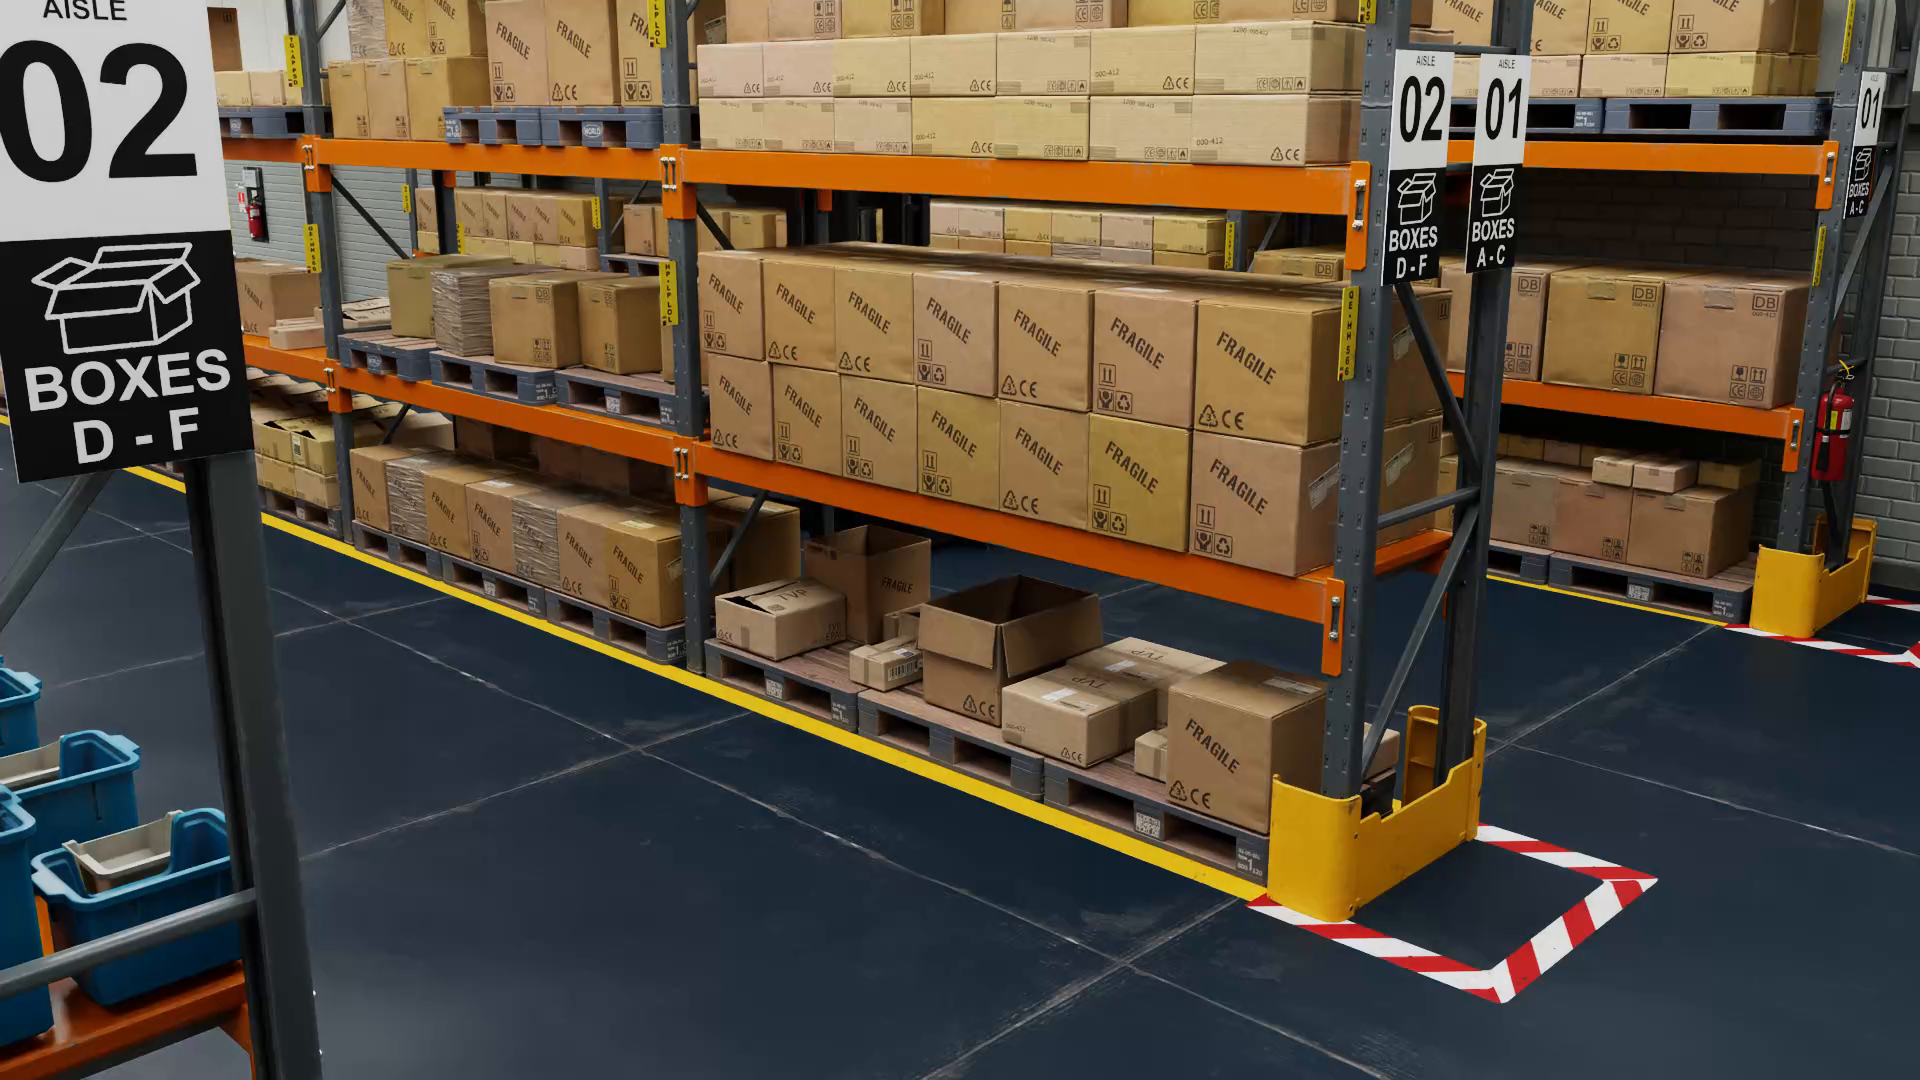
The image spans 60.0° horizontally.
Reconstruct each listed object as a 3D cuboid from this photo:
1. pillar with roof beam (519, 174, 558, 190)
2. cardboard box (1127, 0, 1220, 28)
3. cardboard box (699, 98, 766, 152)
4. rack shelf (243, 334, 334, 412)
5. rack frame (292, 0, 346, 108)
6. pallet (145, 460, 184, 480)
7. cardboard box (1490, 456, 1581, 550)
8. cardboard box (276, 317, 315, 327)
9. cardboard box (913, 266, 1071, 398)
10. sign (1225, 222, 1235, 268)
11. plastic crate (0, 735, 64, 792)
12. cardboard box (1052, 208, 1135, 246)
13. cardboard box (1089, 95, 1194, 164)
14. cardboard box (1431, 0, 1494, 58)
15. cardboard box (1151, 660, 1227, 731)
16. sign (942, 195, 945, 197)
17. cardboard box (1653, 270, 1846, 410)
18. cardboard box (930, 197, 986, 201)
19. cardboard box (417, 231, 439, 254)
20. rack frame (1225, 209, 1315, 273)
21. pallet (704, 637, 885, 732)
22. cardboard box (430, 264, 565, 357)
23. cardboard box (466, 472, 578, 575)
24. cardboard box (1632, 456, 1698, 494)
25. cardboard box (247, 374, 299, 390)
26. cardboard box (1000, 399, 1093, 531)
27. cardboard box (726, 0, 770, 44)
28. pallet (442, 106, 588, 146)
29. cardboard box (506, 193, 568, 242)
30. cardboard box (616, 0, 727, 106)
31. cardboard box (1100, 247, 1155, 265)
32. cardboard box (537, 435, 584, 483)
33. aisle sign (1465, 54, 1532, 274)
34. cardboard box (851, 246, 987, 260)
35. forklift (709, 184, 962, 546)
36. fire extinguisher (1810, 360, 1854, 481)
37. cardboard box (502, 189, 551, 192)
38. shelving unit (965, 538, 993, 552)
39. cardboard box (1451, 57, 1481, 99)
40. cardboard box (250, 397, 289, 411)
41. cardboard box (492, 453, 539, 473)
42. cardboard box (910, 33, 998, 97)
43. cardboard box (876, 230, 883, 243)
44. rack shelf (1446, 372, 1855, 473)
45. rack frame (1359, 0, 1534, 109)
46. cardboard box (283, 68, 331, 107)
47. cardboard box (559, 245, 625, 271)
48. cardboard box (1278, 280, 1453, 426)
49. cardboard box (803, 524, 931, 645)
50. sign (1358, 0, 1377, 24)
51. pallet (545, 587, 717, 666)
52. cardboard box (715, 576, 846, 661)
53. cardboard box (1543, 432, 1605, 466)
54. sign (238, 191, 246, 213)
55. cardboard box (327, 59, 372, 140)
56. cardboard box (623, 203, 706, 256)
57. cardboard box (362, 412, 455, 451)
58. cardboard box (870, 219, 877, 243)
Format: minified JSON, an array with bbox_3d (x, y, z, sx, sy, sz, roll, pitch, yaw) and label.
[{"bbox_3d":[-8.201,-5.965,16.978,0.400,9.000,9.100,14,20,42],"label":"pillar with roof beam"},{"bbox_3d":[1.082,-2.282,6.613,0.500,0.500,0.700,14,20,42],"label":"cardboard box"},{"bbox_3d":[-0.936,-2.058,8.229,0.500,0.250,0.500,14,20,42],"label":"cardboard box"},{"bbox_3d":[-5.434,-1.511,13.208,4.000,0.370,1.077,14,20,42],"label":"rack shelf"},{"bbox_3d":[-3.994,-4.412,11.018,0.127,3.000,1.000,14,20,42],"label":"rack frame"},{"bbox_3d":[-6.316,-0.738,14.345,1.213,0.211,1.003,14,20,42],"label":"pallet"},{"bbox_3d":[3.904,-0.282,11.190,0.500,0.500,0.700,13,19,40],"label":"cardboard box"},{"bbox_3d":[-4.951,-1.600,12.623,0.380,0.149,0.250,-13,19,-40],"label":"cardboard box"},{"bbox_3d":[0.143,-0.937,7.398,0.500,0.500,0.500,-14,20,-42],"label":"cardboard box"},{"bbox_3d":[1.951,-2.131,12.020,0.005,0.325,0.100,14,20,42],"label":"sign"},{"bbox_3d":[-2.287,0.595,4.102,0.298,0.136,0.250,14,20,42],"label":"plastic crate"},{"bbox_3d":[1.079,-2.489,13.222,0.500,0.250,0.500,-14,20,-43],"label":"cardboard box"},{"bbox_3d":[0.860,-1.619,6.547,0.500,0.250,0.500,14,20,42],"label":"cardboard box"},{"bbox_3d":[3.373,-3.352,10.678,0.500,0.500,0.500,14,20,43],"label":"cardboard box"},{"bbox_3d":[1.210,0.775,7.591,0.500,0.250,0.500,14,20,42],"label":"cardboard box"},{"bbox_3d":[-0.176,-3.070,15.471,0.005,0.325,0.100,14,20,42],"label":"sign"},{"bbox_3d":[4.826,-1.241,10.152,0.980,0.700,0.700,-13,20,-42],"label":"cardboard box"},{"bbox_3d":[-0.052,-2.941,14.957,0.500,0.250,0.500,-14,20,-43],"label":"cardboard box"},{"bbox_3d":[-6.187,-3.603,20.069,0.500,0.250,0.500,13,19,41],"label":"cardboard box"},{"bbox_3d":[2.321,-1.709,12.541,0.127,3.000,1.000,14,20,42],"label":"rack frame"},{"bbox_3d":[-0.621,0.661,8.977,1.213,0.211,1.003,14,20,42],"label":"pallet"},{"bbox_3d":[-2.937,-1.476,10.617,0.700,0.500,0.500,-10,18,-34],"label":"cardboard box"},{"bbox_3d":[-2.747,-0.111,10.494,0.500,0.500,0.500,13,19,40],"label":"cardboard box"},{"bbox_3d":[4.408,-0.410,10.395,0.250,0.149,0.380,13,20,42],"label":"cardboard box"},{"bbox_3d":[-6.004,-1.244,14.267,0.500,0.311,0.500,-14,20,-43],"label":"cardboard box"},{"bbox_3d":[0.522,-0.365,7.184,0.500,0.500,0.500,14,20,43],"label":"cardboard box"},{"bbox_3d":[-0.738,-2.715,8.271,0.500,0.500,0.700,14,20,42],"label":"cardboard box"},{"bbox_3d":[-2.284,-2.477,9.915,1.003,0.211,1.213,14,20,42],"label":"pallet"},{"bbox_3d":[-4.711,-3.612,18.615,0.500,0.500,0.500,13,19,41],"label":"cardboard box"},{"bbox_3d":[-1.426,-2.662,9.021,0.600,0.600,0.600,11,18,37],"label":"cardboard box"},{"bbox_3d":[1.440,-2.033,12.959,0.500,0.500,0.500,14,20,43],"label":"cardboard box"},{"bbox_3d":[-2.375,-0.567,10.756,0.500,0.250,0.500,13,20,41],"label":"cardboard box"},{"bbox_3d":[2.018,-1.408,6.232,0.004,0.787,0.394,14,20,42],"label":"aisle sign"},{"bbox_3d":[-0.200,-1.210,8.447,0.500,0.500,0.500,13,20,41],"label":"cardboard box"},{"bbox_3d":[-1.016,-1.647,12.441,3.031,2.935,1.130,13,19,40],"label":"forklift"},{"bbox_3d":[4.989,-0.681,9.488,0.183,0.674,0.296,14,20,42],"label":"fire extinguisher"},{"bbox_3d":[-5.100,-3.885,19.665,0.500,0.500,0.500,13,19,41],"label":"cardboard box"},{"bbox_3d":[0.194,-0.392,11.651,0.210,0.900,0.258,13,19,40],"label":"shelving unit"},{"bbox_3d":[3.367,-2.990,10.777,0.500,0.250,0.500,13,19,41],"label":"cardboard box"},{"bbox_3d":[-5.642,-0.967,13.201,0.500,0.311,0.500,-14,20,-43],"label":"cardboard box"},{"bbox_3d":[-2.786,-0.301,11.222,0.500,0.500,0.500,13,19,40],"label":"cardboard box"},{"bbox_3d":[0.136,-2.035,7.151,0.500,0.250,0.500,14,20,42],"label":"cardboard box"},{"bbox_3d":[-0.387,-2.479,14.670,0.500,0.500,0.500,-14,20,-43],"label":"cardboard box"},{"bbox_3d":[3.761,-1.011,11.288,4.000,0.370,1.077,14,20,42],"label":"rack shelf"},{"bbox_3d":[1.765,-3.012,5.645,0.127,3.000,1.000,14,20,42],"label":"rack frame"},{"bbox_3d":[-4.360,-3.160,11.628,0.500,0.250,0.500,12,19,38],"label":"cardboard box"},{"bbox_3d":[-3.989,-3.074,18.038,0.500,0.250,0.500,14,20,42],"label":"cardboard box"},{"bbox_3d":[1.628,-0.767,6.744,0.500,0.500,0.500,-14,20,-42],"label":"cardboard box"},{"bbox_3d":[-0.508,0.236,9.162,0.500,0.500,0.500,14,20,42],"label":"cardboard box"},{"bbox_3d":[1.365,-1.892,5.538,0.005,0.325,0.100,14,20,42],"label":"sign"},{"bbox_3d":[-1.727,0.405,9.959,1.213,0.211,1.003,14,20,42],"label":"pallet"},{"bbox_3d":[-0.963,0.392,8.939,0.500,0.311,0.500,14,20,42],"label":"cardboard box"},{"bbox_3d":[4.127,-0.612,11.169,0.250,0.149,0.380,14,20,43],"label":"cardboard box"},{"bbox_3d":[-11.611,-5.466,26.889,0.234,0.329,0.001,14,20,42],"label":"sign"},{"bbox_3d":[-3.657,-2.939,11.114,0.500,0.500,0.910,14,20,42],"label":"cardboard box"},{"bbox_3d":[-3.095,-3.275,17.481,0.500,0.500,0.700,14,20,42],"label":"cardboard box"},{"bbox_3d":[-4.167,-0.798,12.554,0.500,0.311,0.500,-14,20,-42],"label":"cardboard box"},{"bbox_3d":[-0.904,-2.750,15.468,0.500,0.500,0.700,11,18,36],"label":"cardboard box"}]
